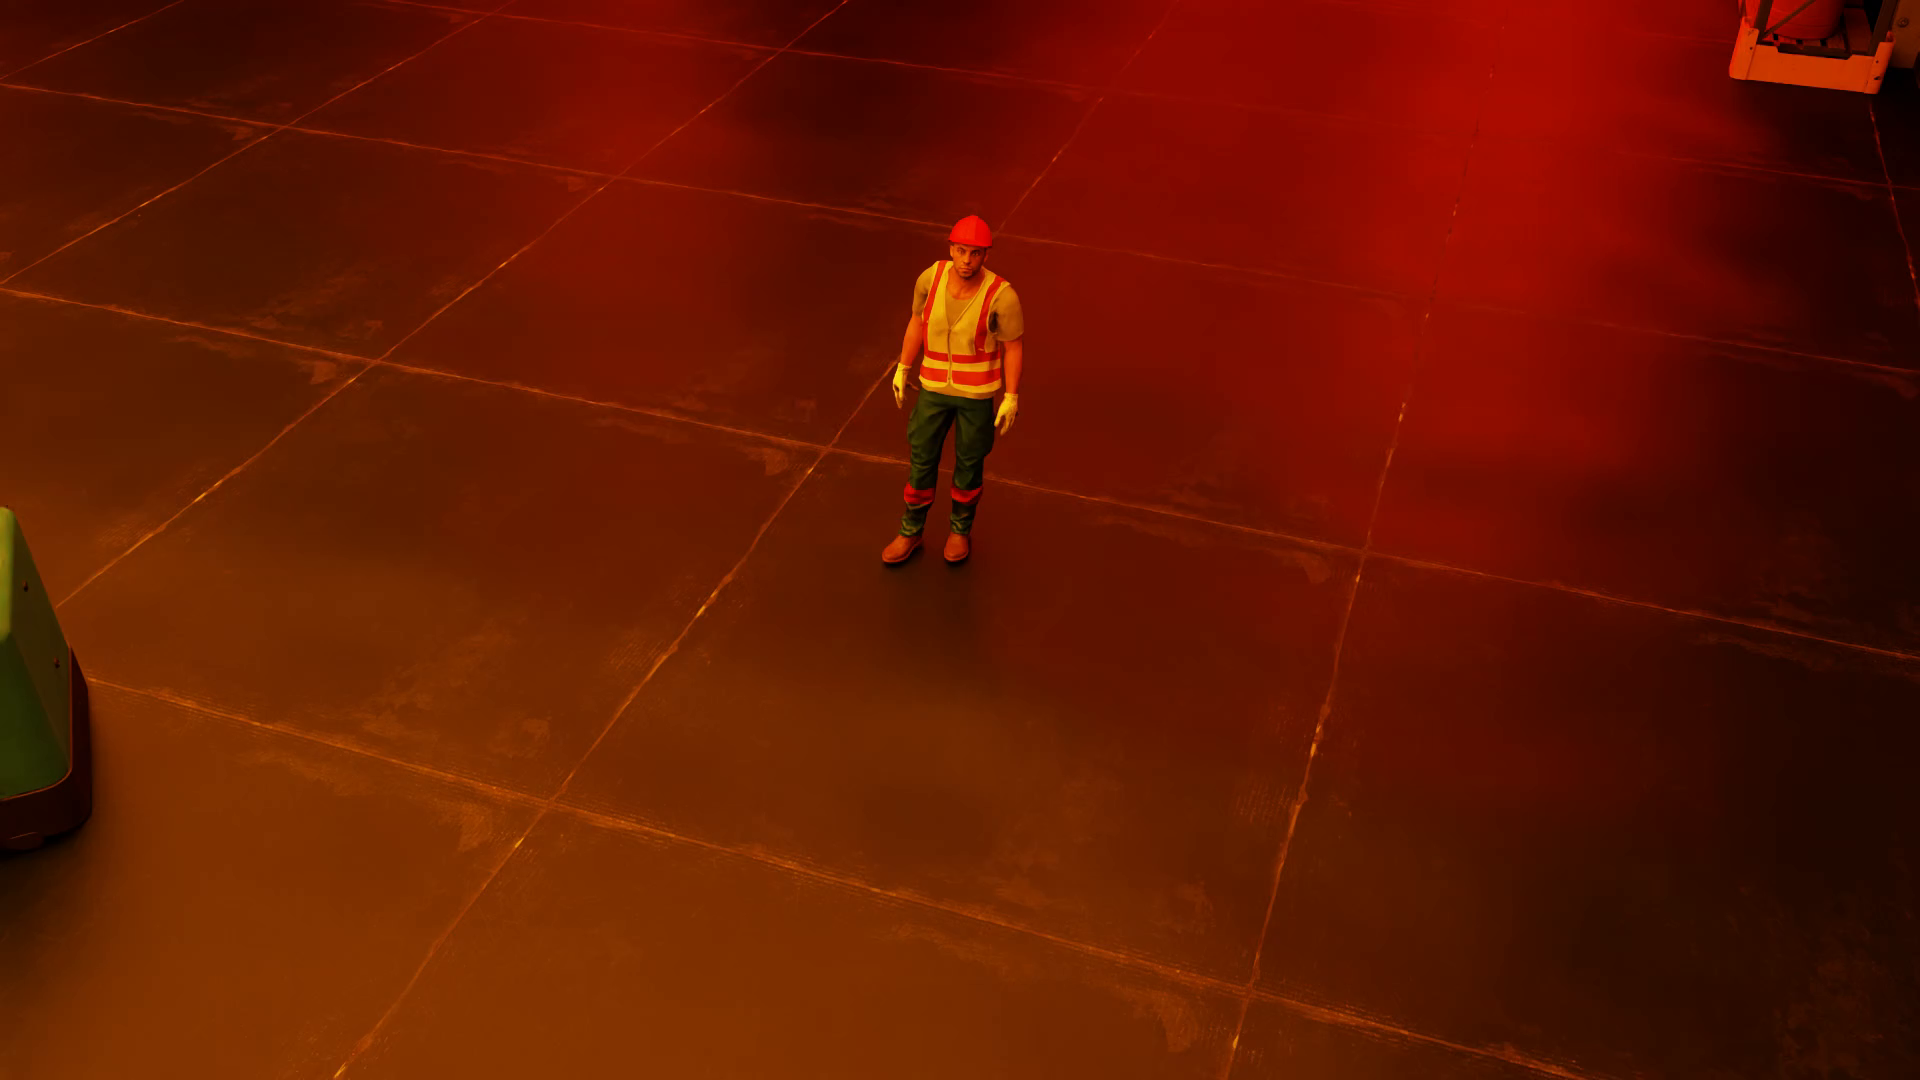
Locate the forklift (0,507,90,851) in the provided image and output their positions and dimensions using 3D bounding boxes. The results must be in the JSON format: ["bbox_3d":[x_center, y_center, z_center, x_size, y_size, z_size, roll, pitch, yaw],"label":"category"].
[{"bbox_3d":[-5.185,0.116,5.947,3.031,2.935,1.130,-14,38,-19],"label":"forklift"}]

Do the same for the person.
[{"bbox_3d":[-0.039,-0.695,8.065,0.637,1.787,0.564,12,37,16],"label":"person"}]
